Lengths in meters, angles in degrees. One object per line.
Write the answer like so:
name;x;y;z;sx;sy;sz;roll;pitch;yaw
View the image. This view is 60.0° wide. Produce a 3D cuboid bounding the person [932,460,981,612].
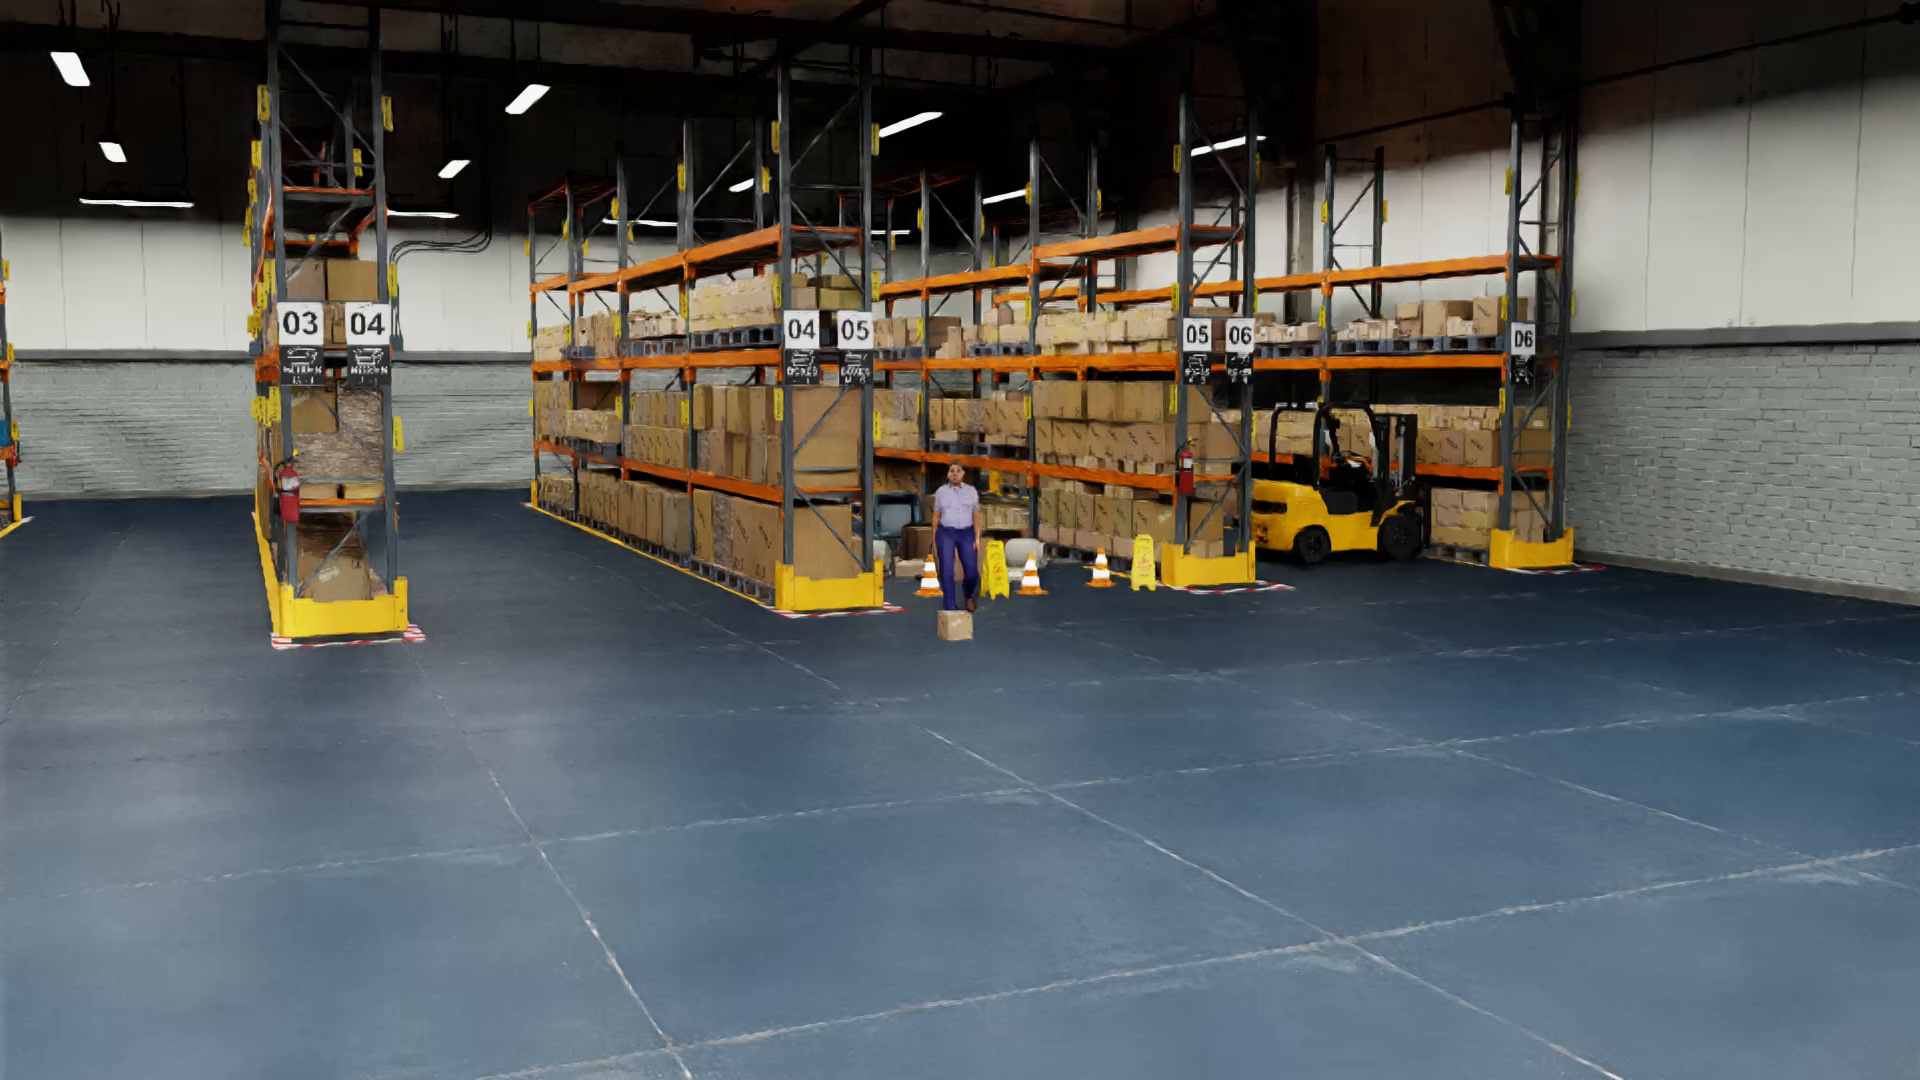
person;-0.035;-0.007;17.039;0.505;1.626;0.673;0;6;0
